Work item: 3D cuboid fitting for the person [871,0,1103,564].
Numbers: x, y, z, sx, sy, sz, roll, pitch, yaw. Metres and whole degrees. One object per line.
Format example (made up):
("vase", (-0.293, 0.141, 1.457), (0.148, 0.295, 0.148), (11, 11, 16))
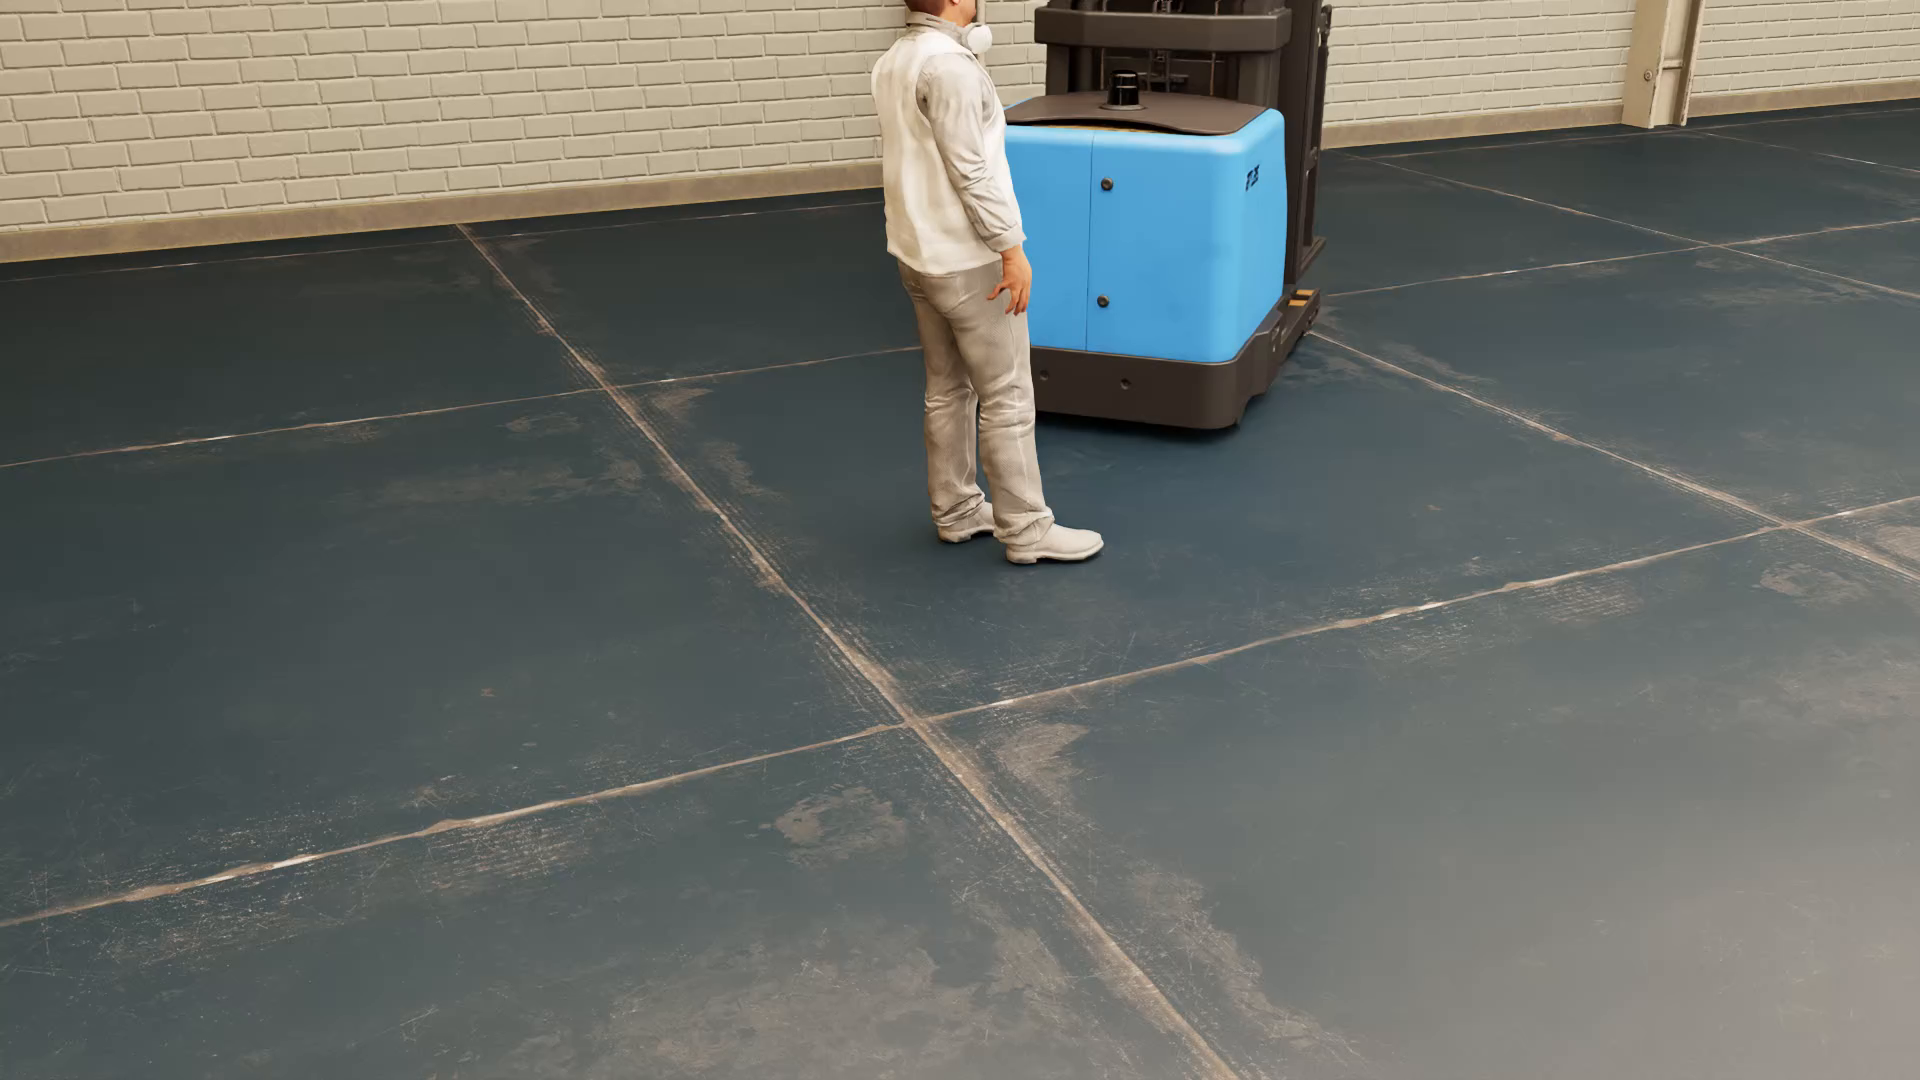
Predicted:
("person", (0.059, -0.833, 4.781), (0.568, 1.773, 0.632), (-10, 25, -23))

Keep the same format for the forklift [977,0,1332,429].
("forklift", (0.966, -2.279, 6.771), (1.130, 2.935, 3.031), (8, 24, 19))
